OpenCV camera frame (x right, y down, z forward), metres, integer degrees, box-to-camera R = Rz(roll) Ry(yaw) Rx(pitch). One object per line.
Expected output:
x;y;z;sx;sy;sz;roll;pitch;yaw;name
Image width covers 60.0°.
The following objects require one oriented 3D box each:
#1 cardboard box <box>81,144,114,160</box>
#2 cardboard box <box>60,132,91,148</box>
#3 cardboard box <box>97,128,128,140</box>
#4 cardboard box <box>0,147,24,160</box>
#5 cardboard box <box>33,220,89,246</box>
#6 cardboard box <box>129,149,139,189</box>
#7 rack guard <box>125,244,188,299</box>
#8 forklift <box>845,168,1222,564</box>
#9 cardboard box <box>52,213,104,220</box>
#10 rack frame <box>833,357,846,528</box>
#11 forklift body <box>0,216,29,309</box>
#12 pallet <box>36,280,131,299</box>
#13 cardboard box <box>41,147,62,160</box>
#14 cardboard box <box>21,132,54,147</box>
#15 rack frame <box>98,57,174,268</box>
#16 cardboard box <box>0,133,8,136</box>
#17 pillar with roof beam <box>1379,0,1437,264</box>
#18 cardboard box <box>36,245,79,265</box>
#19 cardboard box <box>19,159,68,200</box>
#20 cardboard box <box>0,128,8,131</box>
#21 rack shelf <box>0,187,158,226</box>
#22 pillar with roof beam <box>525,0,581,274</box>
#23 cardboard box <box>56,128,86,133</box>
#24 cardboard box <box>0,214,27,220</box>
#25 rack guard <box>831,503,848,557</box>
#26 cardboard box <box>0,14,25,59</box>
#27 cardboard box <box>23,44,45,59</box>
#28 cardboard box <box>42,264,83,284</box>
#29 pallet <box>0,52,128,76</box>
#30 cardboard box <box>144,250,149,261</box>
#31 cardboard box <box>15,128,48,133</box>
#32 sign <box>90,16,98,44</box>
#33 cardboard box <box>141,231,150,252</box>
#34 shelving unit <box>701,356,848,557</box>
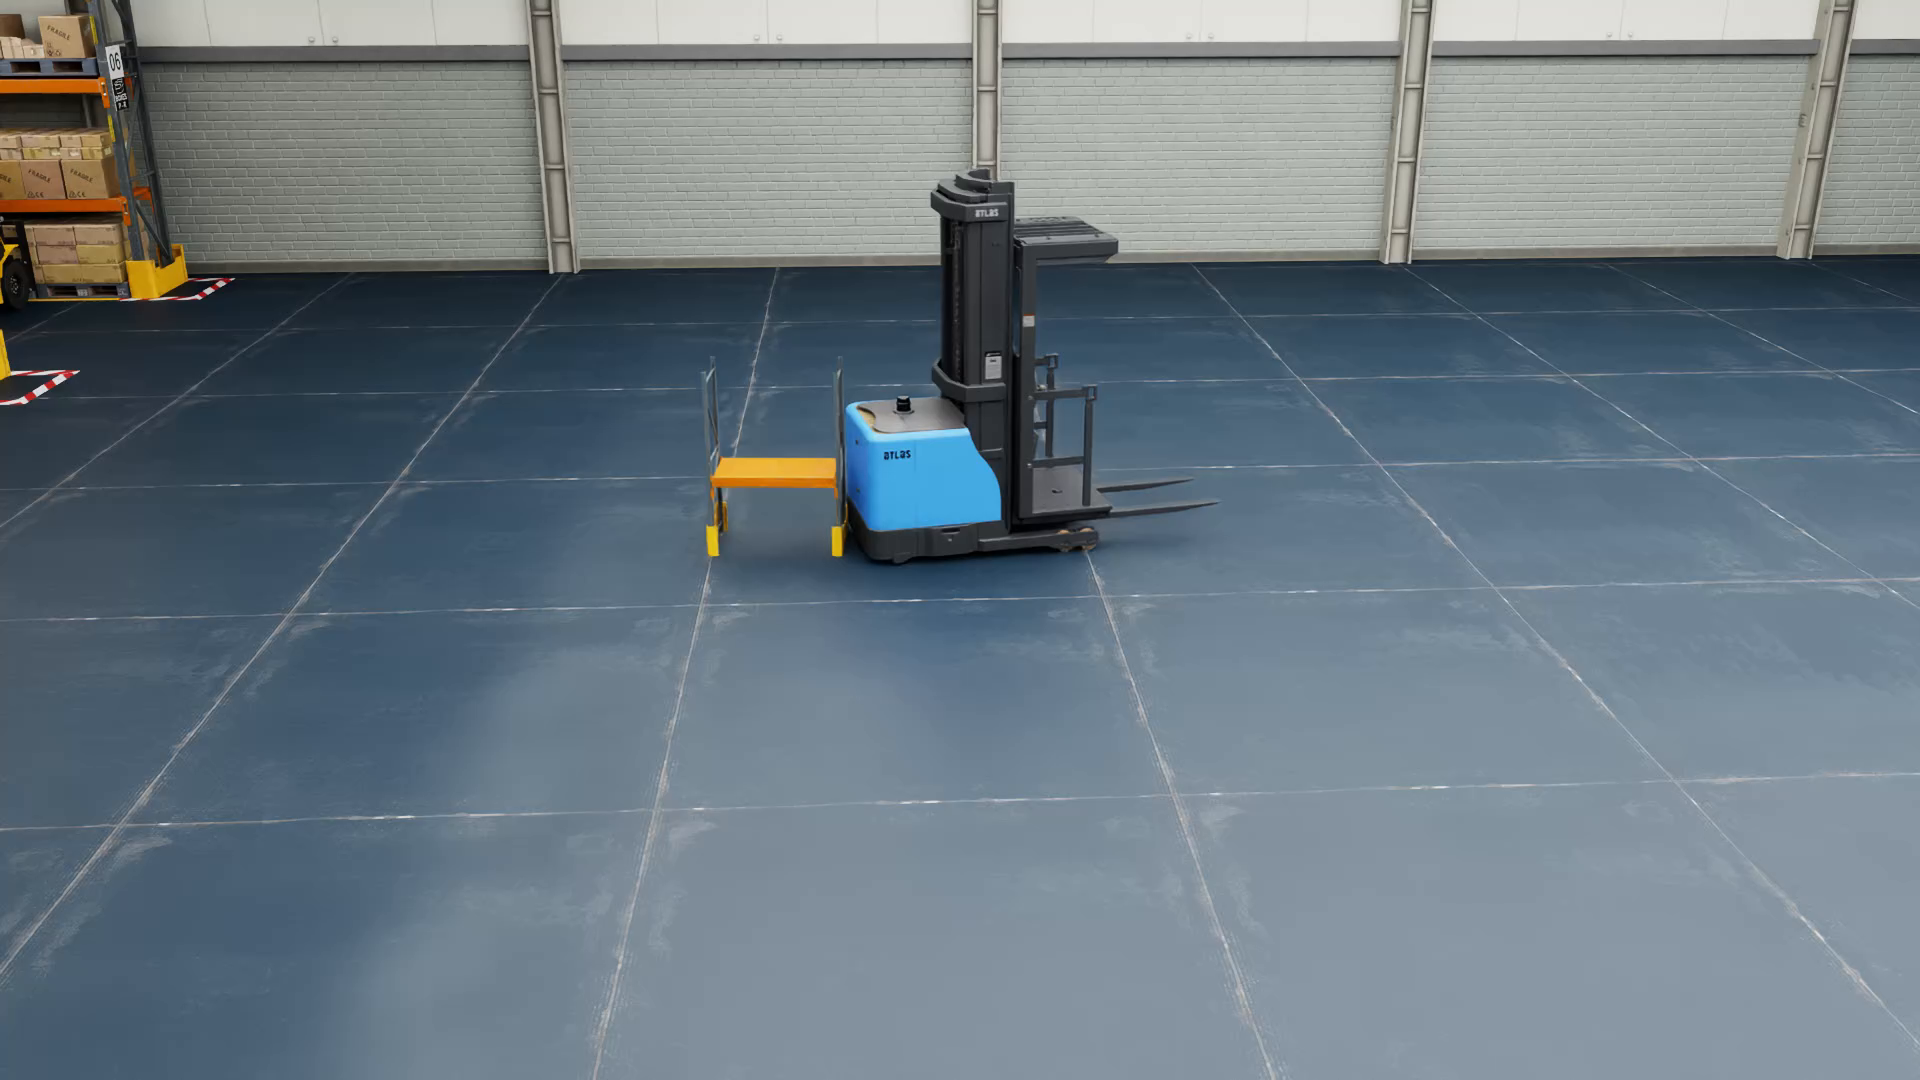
-11.196;-5.046;21.607;0.250;0.149;0.380;-1;21;-2;cardboard box
-11.456;-5.193;21.576;0.250;0.149;0.380;-1;21;-3;cardboard box
-11.214;-5.361;22.015;0.250;0.149;0.380;-2;21;-4;cardboard box
-12.225;-5.024;21.548;0.250;0.149;0.380;-2;21;-5;cardboard box
-11.818;-4.049;21.908;0.500;0.250;0.500;-1;21;-2;cardboard box
-11.377;-4.938;22.235;0.500;0.500;0.500;0;21;-1;cardboard box
-10.842;-3.635;22.466;0.348;0.500;1.175;-1;21;-3;rack guard
0.630;-1.456;13.325;3.031;2.935;1.130;-5;21;-14;forklift
-11.856;-4.227;22.377;0.500;0.250;0.500;-1;21;-3;cardboard box
-0.956;-0.670;13.274;0.032;1.500;0.500;0;21;1;rack frame
-12.655;-3.719;20.367;1.214;2.155;2.313;-1;21;-3;forklift body
-11.627;-3.469;22.436;1.213;0.211;1.003;-1;21;-3;pallet
-11.713;-5.047;21.609;0.250;0.149;0.380;-1;21;-2;cardboard box
-11.969;-5.200;21.593;0.250;0.149;0.380;-1;21;-3;cardboard box
-10.866;-4.803;22.020;0.127;3.000;1.000;-1;21;-3;rack frame
-12.480;-5.148;21.456;0.250;0.149;0.380;-1;21;-2;cardboard box
6.603;-6.749;18.700;0.400;9.000;9.100;-1;21;-3;pillar with roof beam
-11.836;-3.820;22.011;0.500;0.250;0.500;-1;21;-4;cardboard box
-11.861;-4.739;21.712;0.500;0.500;0.500;-1;21;-1;cardboard box
-12.760;-5.339;21.959;0.250;0.149;0.380;-1;21;-3;cardboard box
-12.863;-4.426;22.041;4.000;0.370;1.077;-1;21;-3;rack shelf
-5.377;-6.505;18.060;0.400;9.000;9.100;-1;21;-3;pillar with roof beam
-11.740;-5.357;22.005;0.250;0.149;0.380;-1;21;-2;cardboard box
-12.868;-4.213;22.340;0.500;0.250;0.500;-2;21;-4;cardboard box
-0.976;-0.086;13.497;0.087;0.250;0.587;0;21;1;rack guard
-12.323;-6.413;21.163;0.500;0.500;0.700;-1;21;-3;cardboard box
-11.676;-6.205;21.111;0.250;0.149;0.380;-2;21;-5;cardboard box
-11.814;-3.585;22.097;0.500;0.250;0.500;-1;21;-3;cardboard box
-11.574;-6.158;21.488;1.213;0.211;1.003;-1;21;-3;pallet
-11.368;-3.773;22.591;0.500;0.250;0.500;-1;21;-3;cardboard box
-12.249;-5.343;21.969;0.250;0.149;0.380;-1;21;-1;cardboard box
-10.849;-6.388;20.836;0.005;0.325;0.100;-1;21;-3;sign
-11.348;-4.012;22.514;0.500;0.250;0.500;-1;21;-2;cardboard box
-1.474;-0.673;13.280;1.083;1.500;0.587;0;21;1;shelving unit
